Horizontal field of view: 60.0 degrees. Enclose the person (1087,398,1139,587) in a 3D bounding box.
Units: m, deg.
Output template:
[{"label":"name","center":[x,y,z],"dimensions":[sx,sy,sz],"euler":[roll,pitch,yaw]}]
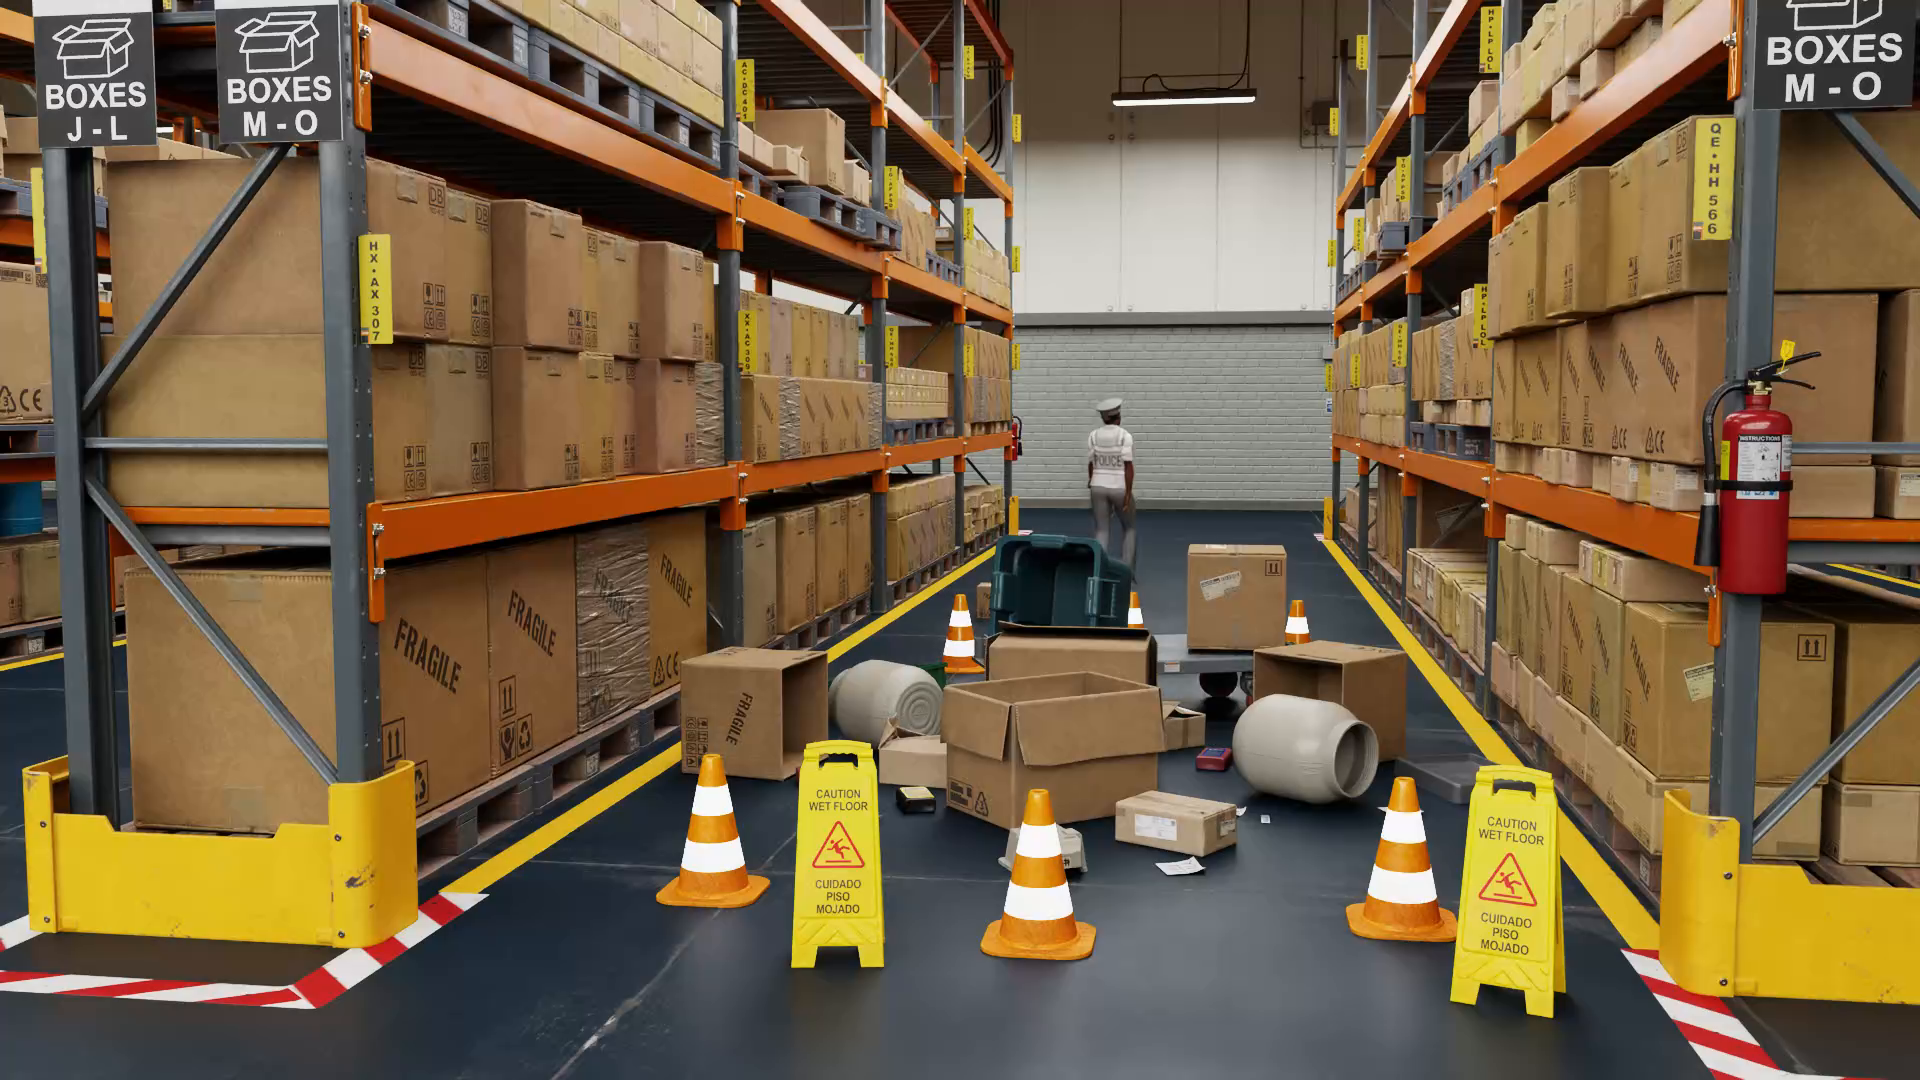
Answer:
[{"label":"person","center":[1.358,-0.385,14.838],"dimensions":[0.454,1.768,0.593],"euler":[2,5,21]}]
